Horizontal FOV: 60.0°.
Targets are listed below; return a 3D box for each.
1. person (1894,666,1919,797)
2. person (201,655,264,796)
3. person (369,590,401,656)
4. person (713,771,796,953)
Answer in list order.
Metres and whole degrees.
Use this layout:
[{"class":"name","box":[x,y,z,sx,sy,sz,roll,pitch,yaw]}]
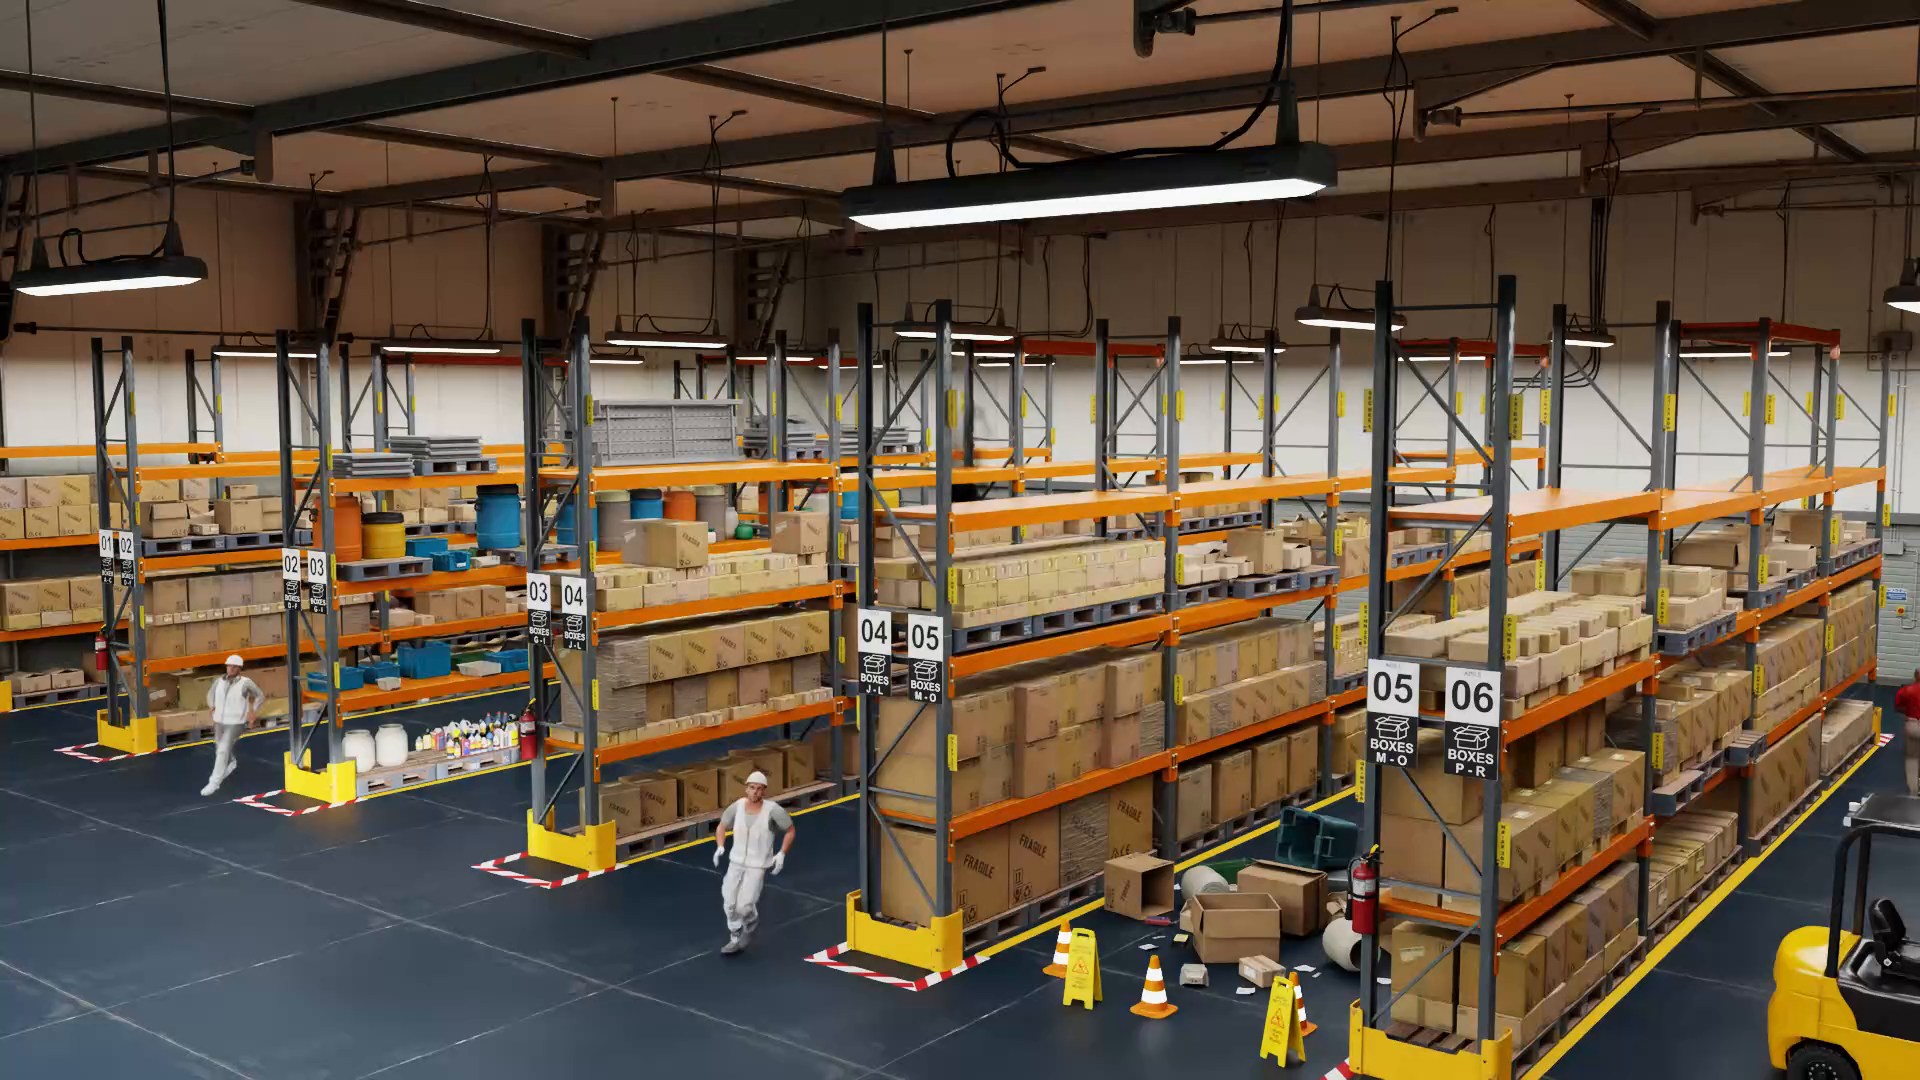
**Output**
[{"class":"person","box":[12.300,2.467,21.270,0.637,1.736,0.693,3,6,31]},{"class":"person","box":[-9.582,2.387,21.826,0.727,1.768,0.939,1,5,8]},{"class":"person","box":[-10.338,1.664,30.036,0.666,1.847,0.937,2,5,25]},{"class":"person","box":[-1.926,2.976,15.219,0.721,1.723,0.525,1,5,17]}]
